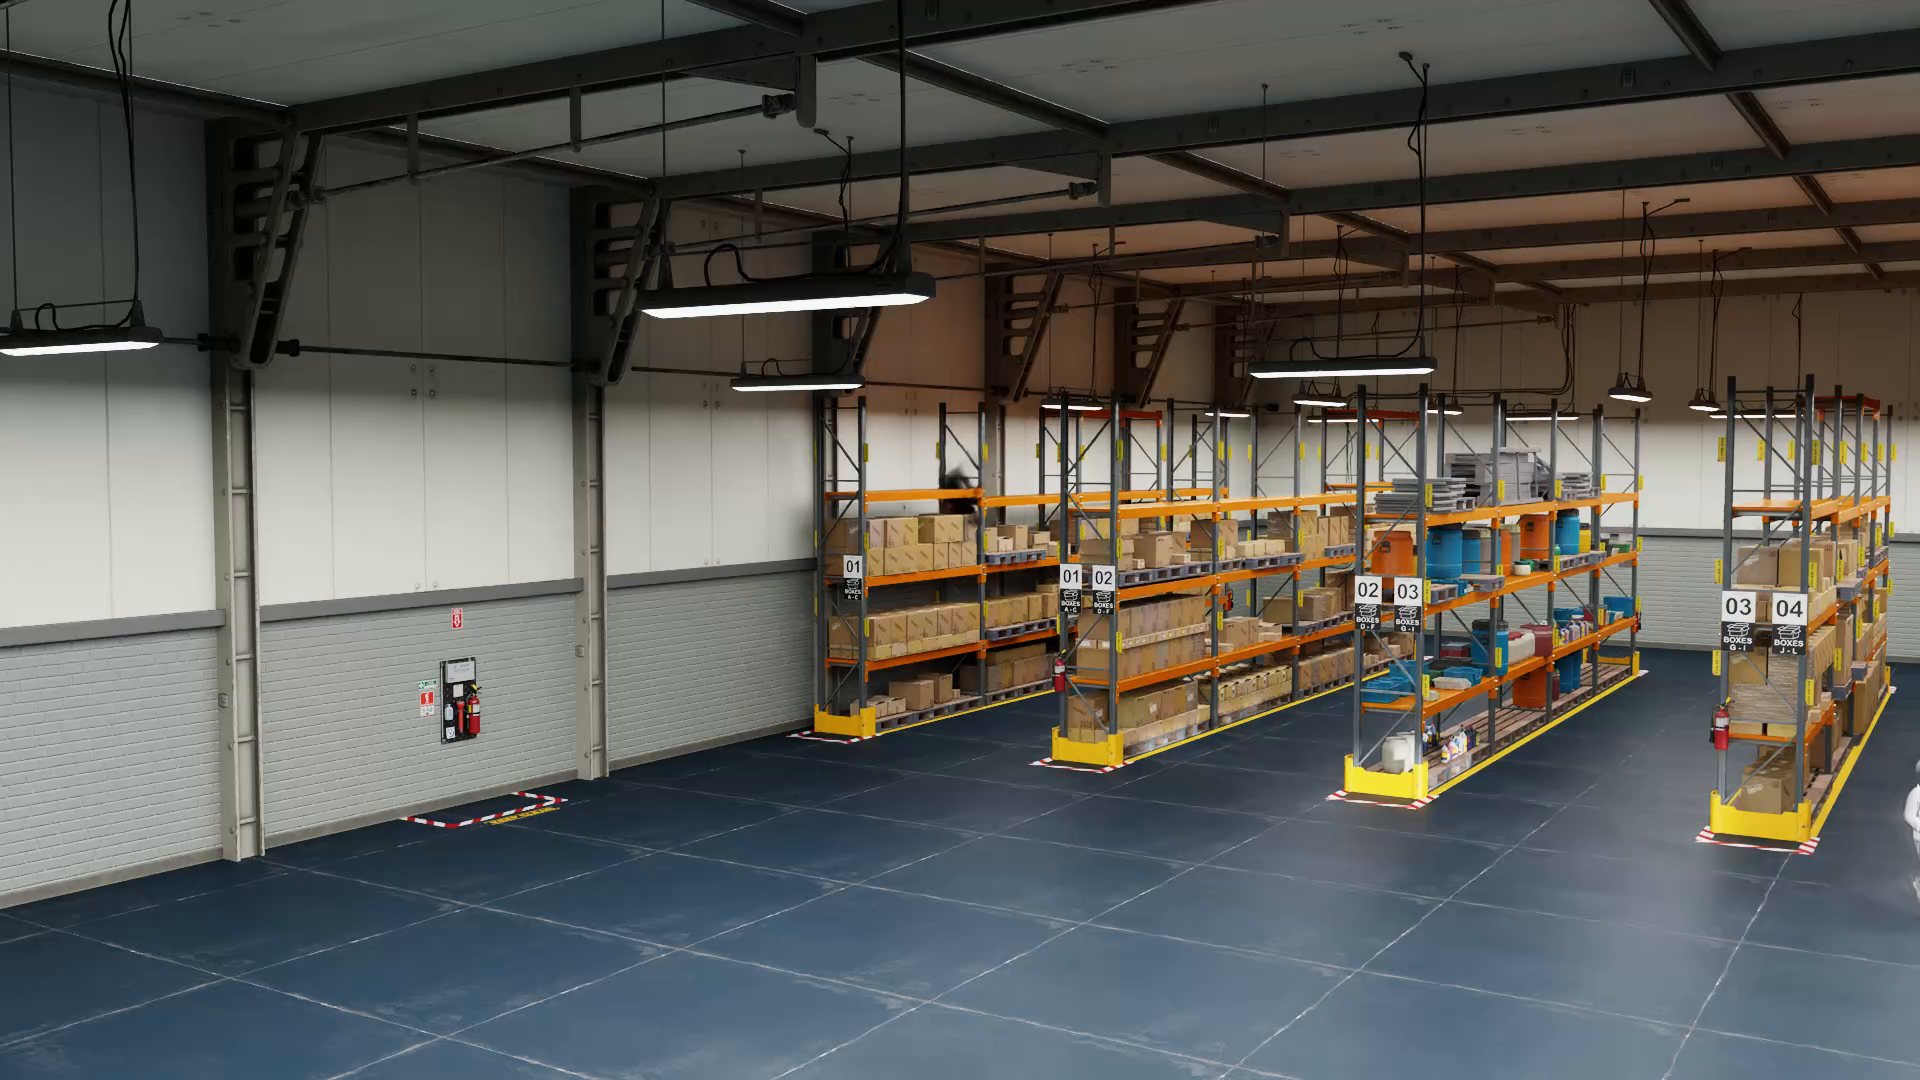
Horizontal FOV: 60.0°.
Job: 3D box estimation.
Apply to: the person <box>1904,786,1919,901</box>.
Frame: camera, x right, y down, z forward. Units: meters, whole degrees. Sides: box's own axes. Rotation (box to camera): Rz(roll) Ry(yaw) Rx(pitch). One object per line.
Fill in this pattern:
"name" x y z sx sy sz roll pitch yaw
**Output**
"person" 10.447 3.205 17.838 0.664 1.738 0.536 -1 3 -15
